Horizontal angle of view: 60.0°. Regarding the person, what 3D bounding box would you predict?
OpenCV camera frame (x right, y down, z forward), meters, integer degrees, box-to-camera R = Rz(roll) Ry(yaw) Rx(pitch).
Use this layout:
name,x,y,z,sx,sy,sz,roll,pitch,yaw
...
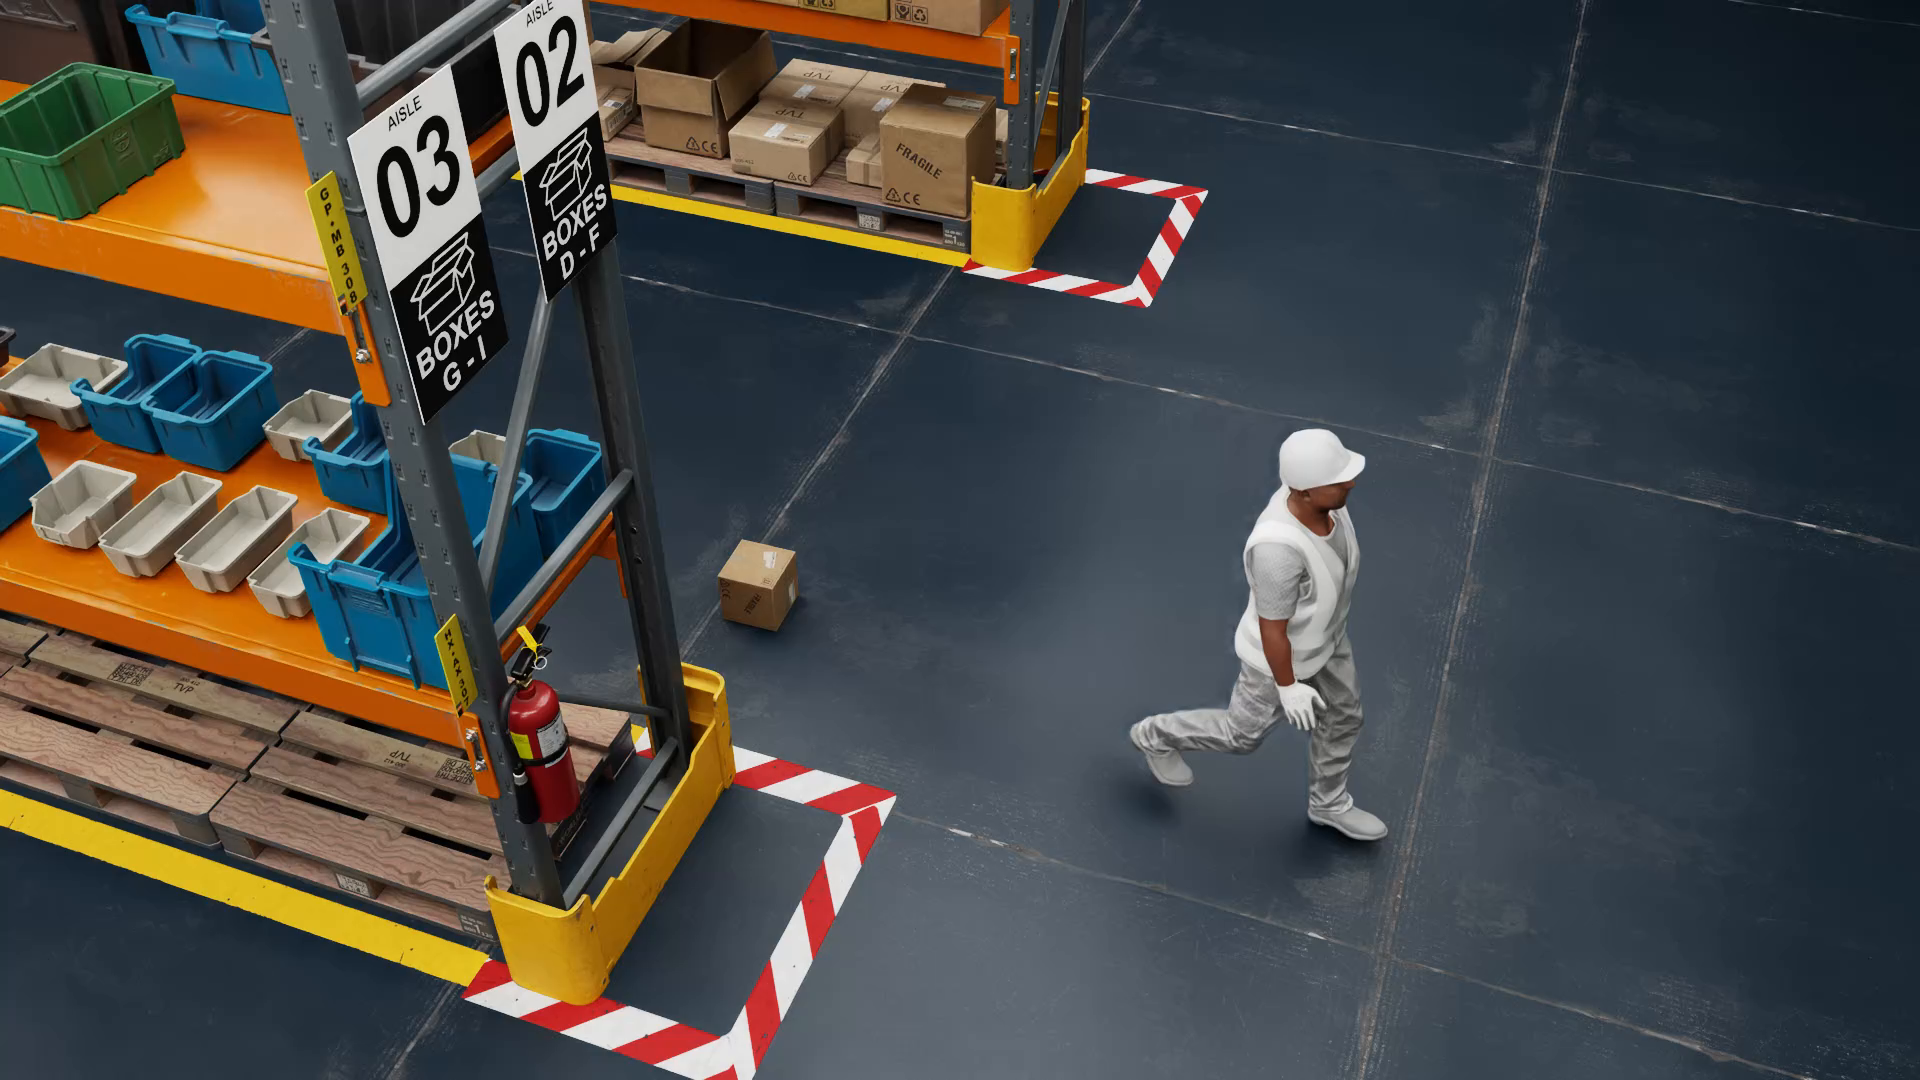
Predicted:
name,x,y,z,sx,sy,sz,roll,pitch,yaw
person,1.117,0.337,5.751,0.993,1.746,0.546,23,46,24
